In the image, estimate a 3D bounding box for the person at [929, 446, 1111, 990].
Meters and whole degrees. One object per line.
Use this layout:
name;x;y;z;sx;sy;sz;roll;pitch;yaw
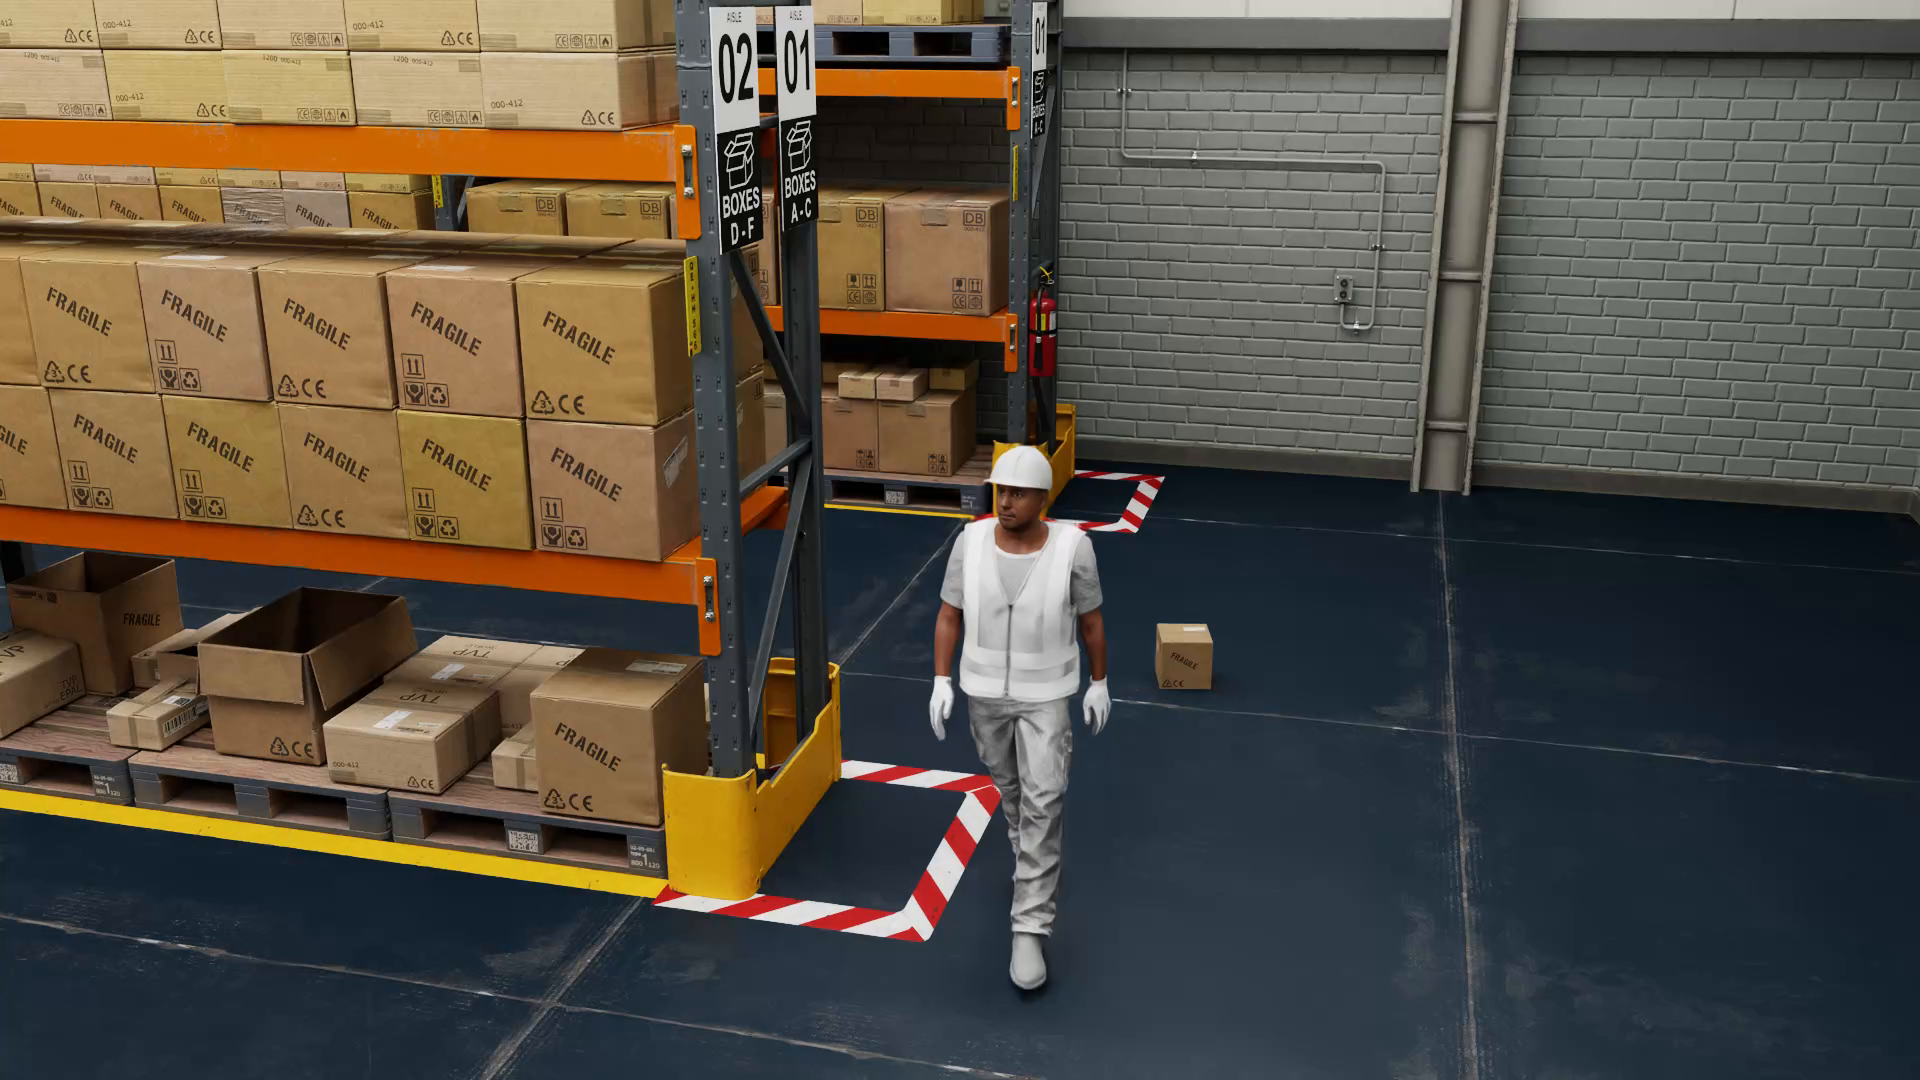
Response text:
person;0.183;0.544;5.793;0.604;1.735;0.941;6;19;16
